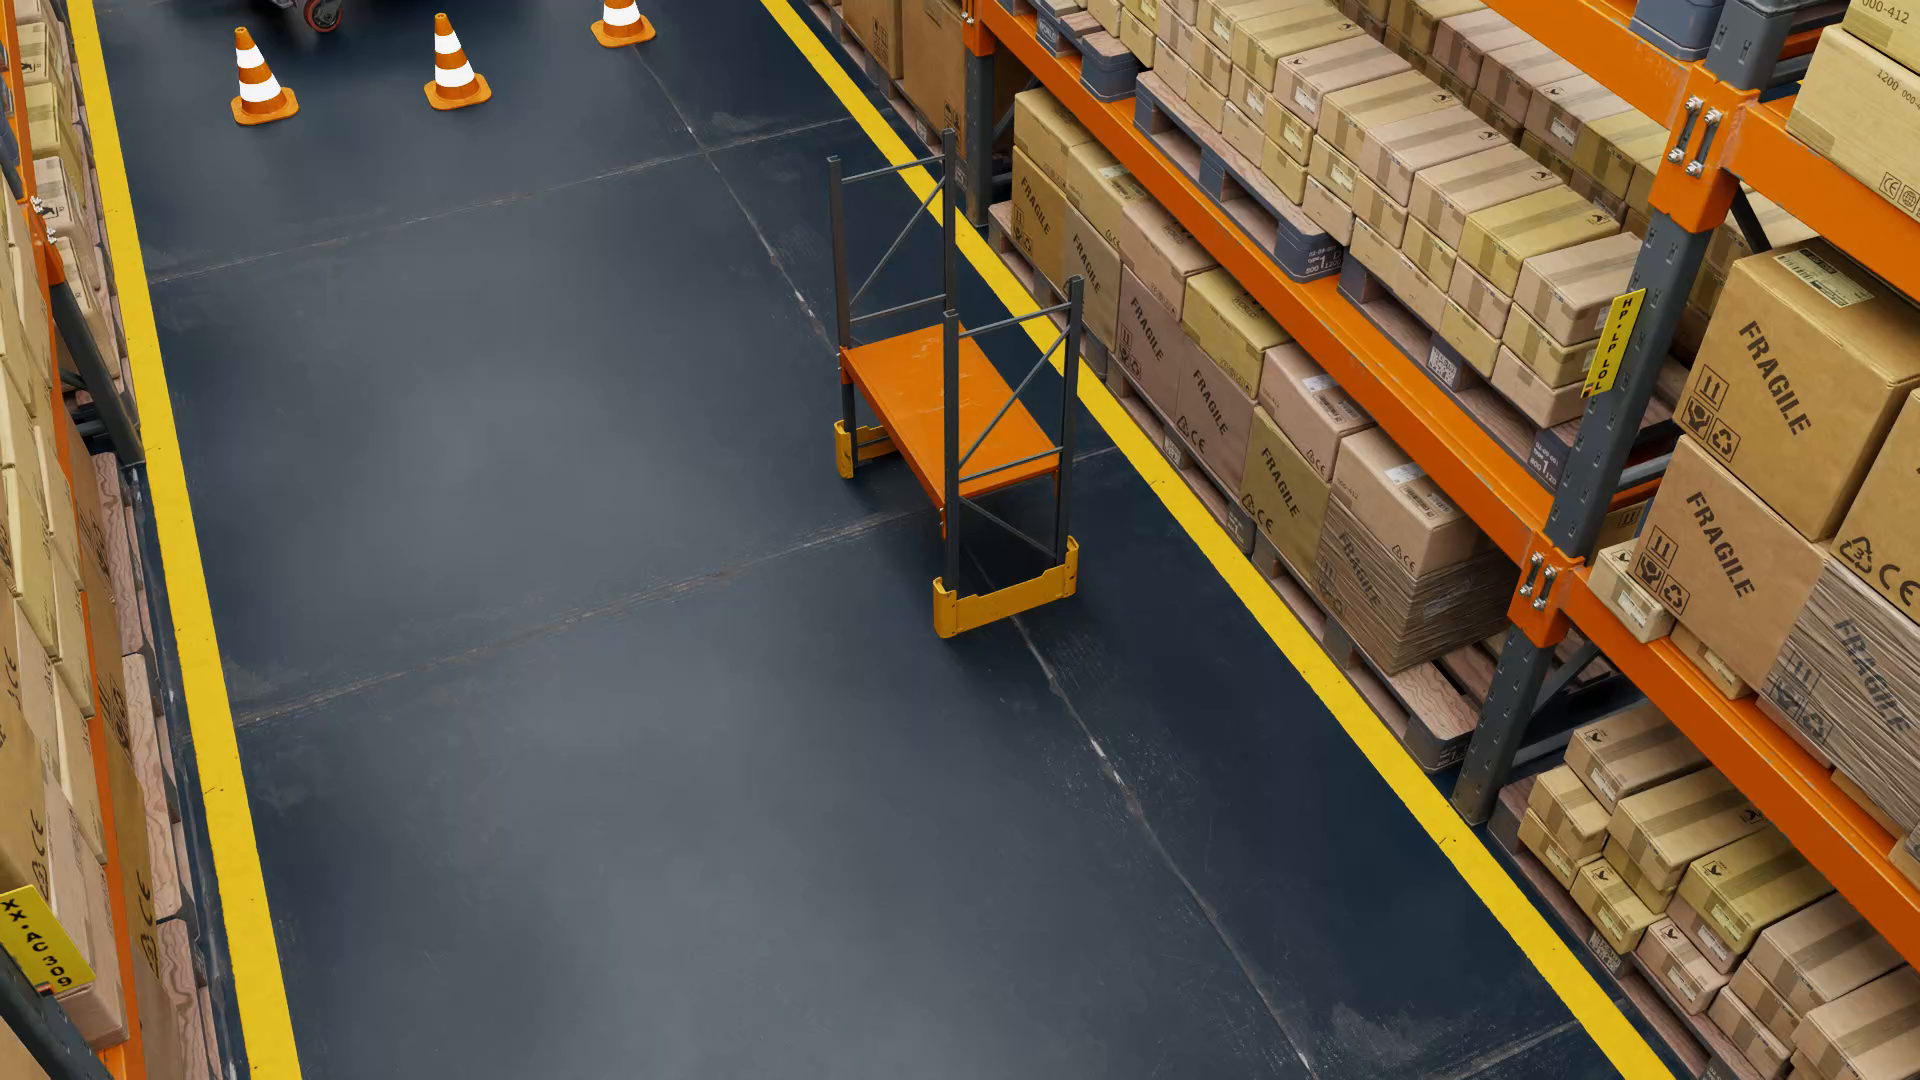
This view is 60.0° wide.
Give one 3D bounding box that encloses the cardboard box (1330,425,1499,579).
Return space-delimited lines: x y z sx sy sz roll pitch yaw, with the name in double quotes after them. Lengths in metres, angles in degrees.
1.648 -0.185 5.749 0.500 0.250 0.500 -19 48 -18 "cardboard box"

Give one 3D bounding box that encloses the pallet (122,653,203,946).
-3.168 1.012 5.574 1.003 0.211 1.213 -18 47 -17 "pallet"

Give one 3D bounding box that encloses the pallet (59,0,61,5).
-5.937 -3.255 9.899 1.003 0.211 1.213 -18 47 -17 "pallet"

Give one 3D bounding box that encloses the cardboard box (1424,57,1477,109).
1.886 -1.646 5.951 0.380 0.149 0.250 -19 48 -18 "cardboard box"

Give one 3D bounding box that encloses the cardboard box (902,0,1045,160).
0.334 -2.571 8.523 1.050 0.750 0.750 -19 48 -18 "cardboard box"

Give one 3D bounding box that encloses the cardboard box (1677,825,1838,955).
2.360 1.015 4.893 0.380 0.149 0.250 -19 48 -18 "cardboard box"

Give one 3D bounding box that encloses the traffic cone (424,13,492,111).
-2.801 -2.661 9.118 0.336 0.463 0.334 -18 47 -17 "traffic cone"

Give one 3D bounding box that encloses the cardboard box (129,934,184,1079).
-2.592 1.503 4.305 0.875 0.875 0.875 -17 47 -16 "cardboard box"

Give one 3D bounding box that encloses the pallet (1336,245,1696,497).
2.001 -0.720 5.481 1.003 0.211 1.213 -18 47 -17 "pallet"

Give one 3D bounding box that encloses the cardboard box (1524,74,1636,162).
2.111 -1.417 5.507 0.380 0.149 0.250 -19 48 -18 "cardboard box"

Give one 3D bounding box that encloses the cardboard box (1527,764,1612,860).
2.052 0.826 5.296 0.380 0.149 0.250 -16 47 -16 "cardboard box"

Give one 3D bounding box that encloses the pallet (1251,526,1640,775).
1.862 0.238 6.358 1.003 0.211 1.213 -18 47 -17 "pallet"

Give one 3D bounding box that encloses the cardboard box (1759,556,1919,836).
2.384 0.303 4.024 0.500 0.500 0.500 -18 47 -17 "cardboard box"

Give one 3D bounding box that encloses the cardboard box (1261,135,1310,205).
1.293 -1.343 5.855 0.380 0.149 0.250 -16 47 -16 "cardboard box"

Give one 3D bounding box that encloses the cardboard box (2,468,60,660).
-2.620 0.126 4.237 0.500 0.250 0.500 -17 47 -17 "cardboard box"

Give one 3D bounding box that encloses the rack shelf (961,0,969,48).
-0.332 -3.826 9.004 1.077 0.370 4.000 -18 47 -17 "rack shelf"

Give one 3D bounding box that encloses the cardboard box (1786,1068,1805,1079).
2.612 1.554 4.770 0.380 0.149 0.250 -20 48 -19 "cardboard box"

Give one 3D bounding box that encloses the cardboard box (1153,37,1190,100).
0.969 -1.840 6.359 0.380 0.149 0.250 -17 47 -16 "cardboard box"

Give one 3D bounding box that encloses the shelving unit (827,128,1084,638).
-0.032 -0.582 6.272 0.587 1.500 1.083 -18 47 -17 "shelving unit"

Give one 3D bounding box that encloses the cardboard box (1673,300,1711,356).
2.442 -0.706 5.209 0.380 0.149 0.250 -20 48 -19 "cardboard box"

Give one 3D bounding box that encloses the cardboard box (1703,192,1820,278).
2.442 -0.917 5.000 0.380 0.149 0.250 -16 47 -15 "cardboard box"

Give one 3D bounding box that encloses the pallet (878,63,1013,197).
0.245 -2.340 8.971 1.003 0.211 1.213 -18 47 -17 "pallet"

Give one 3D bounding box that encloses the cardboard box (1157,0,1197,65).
0.971 -1.945 6.254 0.380 0.149 0.250 -18 47 -17 "cardboard box"

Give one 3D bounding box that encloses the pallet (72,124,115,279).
-4.777 -1.564 8.184 1.003 0.211 1.213 -18 47 -17 "pallet"

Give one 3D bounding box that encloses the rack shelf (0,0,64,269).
-4.781 -2.300 7.457 1.077 0.370 4.000 -18 47 -17 "rack shelf"

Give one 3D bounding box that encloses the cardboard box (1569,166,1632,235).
2.222 -1.140 5.438 0.380 0.149 0.250 -17 47 -16 "cardboard box"

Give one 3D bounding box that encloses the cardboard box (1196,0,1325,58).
1.081 -1.891 5.987 0.380 0.149 0.250 -17 47 -16 "cardboard box"

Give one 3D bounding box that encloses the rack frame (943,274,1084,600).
0.178 -0.264 5.950 0.500 1.500 0.032 -18 47 -17 "rack frame"

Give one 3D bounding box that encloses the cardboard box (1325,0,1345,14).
1.563 -2.138 6.449 0.380 0.149 0.250 -18 47 -18 "cardboard box"

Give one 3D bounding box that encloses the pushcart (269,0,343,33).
-3.575 -3.602 10.132 1.648 0.377 0.936 -35 54 -30 "pushcart"

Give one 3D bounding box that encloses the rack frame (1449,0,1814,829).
2.190 -0.259 4.876 1.000 3.000 0.127 -18 47 -17 "rack frame"

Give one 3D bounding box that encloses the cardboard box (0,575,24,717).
-2.422 0.195 3.634 0.500 0.500 0.500 -18 47 -18 "cardboard box"

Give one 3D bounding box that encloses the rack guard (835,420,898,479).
-0.241 -0.455 7.033 0.587 0.250 0.087 -18 47 -17 "rack guard"

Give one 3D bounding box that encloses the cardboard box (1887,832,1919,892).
2.504 0.760 4.023 0.380 0.149 0.250 -17 47 -17 "cardboard box"

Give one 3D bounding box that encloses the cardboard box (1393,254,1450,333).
1.631 -0.838 5.344 0.380 0.149 0.250 -18 47 -18 "cardboard box"

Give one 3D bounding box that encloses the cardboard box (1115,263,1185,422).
1.009 -0.896 7.003 0.500 0.500 0.500 -19 48 -18 "cardboard box"

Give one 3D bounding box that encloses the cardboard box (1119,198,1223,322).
0.988 -1.181 6.758 0.500 0.250 0.500 -18 47 -17 "cardboard box"

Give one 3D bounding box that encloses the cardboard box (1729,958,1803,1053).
2.486 1.279 4.838 0.380 0.149 0.250 -20 48 -19 "cardboard box"

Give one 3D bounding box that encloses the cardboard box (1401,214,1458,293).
1.630 -0.946 5.241 0.380 0.149 0.250 -16 47 -16 "cardboard box"

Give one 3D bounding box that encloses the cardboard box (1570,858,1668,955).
2.164 1.103 5.227 0.380 0.149 0.250 -17 47 -16 "cardboard box"

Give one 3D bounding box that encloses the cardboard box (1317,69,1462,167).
1.413 -1.390 5.479 0.380 0.149 0.250 -19 48 -19 "cardboard box"

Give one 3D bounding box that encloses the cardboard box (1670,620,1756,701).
2.189 0.251 4.539 0.380 0.149 0.250 -17 47 -16 "cardboard box"

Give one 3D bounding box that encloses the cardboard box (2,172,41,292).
-3.492 -0.982 5.717 0.500 0.250 0.500 -20 48 -19 "cardboard box"

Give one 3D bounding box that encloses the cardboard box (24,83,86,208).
-4.800 -1.811 8.022 0.950 0.372 0.625 -17 47 -16 "cardboard box"

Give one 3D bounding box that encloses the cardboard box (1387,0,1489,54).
1.781 -1.912 6.008 0.380 0.149 0.250 -17 47 -16 "cardboard box"

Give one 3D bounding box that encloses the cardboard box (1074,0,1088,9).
0.626 -2.352 6.878 0.380 0.149 0.250 -16 47 -15 "cardboard box"

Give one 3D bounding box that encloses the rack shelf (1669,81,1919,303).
3.031 0.204 2.784 1.077 0.370 4.000 -18 47 -17 "rack shelf"

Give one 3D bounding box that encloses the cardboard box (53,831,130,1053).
-2.204 0.963 3.745 0.500 0.250 0.500 -19 48 -18 "cardboard box"

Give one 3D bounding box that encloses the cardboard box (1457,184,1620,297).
1.731 -0.900 4.982 0.380 0.149 0.250 -19 48 -19 "cardboard box"

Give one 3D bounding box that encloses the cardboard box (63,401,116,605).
-3.725 -0.210 6.041 0.875 0.875 0.875 -18 48 -18 "cardboard box"

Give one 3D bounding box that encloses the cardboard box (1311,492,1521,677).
1.651 0.084 6.009 0.500 0.500 0.500 -19 48 -18 "cardboard box"

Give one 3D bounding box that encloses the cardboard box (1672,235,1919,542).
2.159 -0.396 4.021 0.500 0.500 0.500 -17 47 -16 "cardboard box"

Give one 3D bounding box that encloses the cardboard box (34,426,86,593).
-2.826 -0.019 4.741 0.500 0.250 0.500 -19 48 -18 "cardboard box"

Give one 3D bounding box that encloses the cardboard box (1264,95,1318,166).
1.286 -1.459 5.761 0.380 0.149 0.250 -18 47 -17 "cardboard box"

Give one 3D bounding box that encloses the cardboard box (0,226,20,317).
-3.287 -0.847 5.223 0.500 0.250 0.500 -19 48 -18 "cardboard box"
